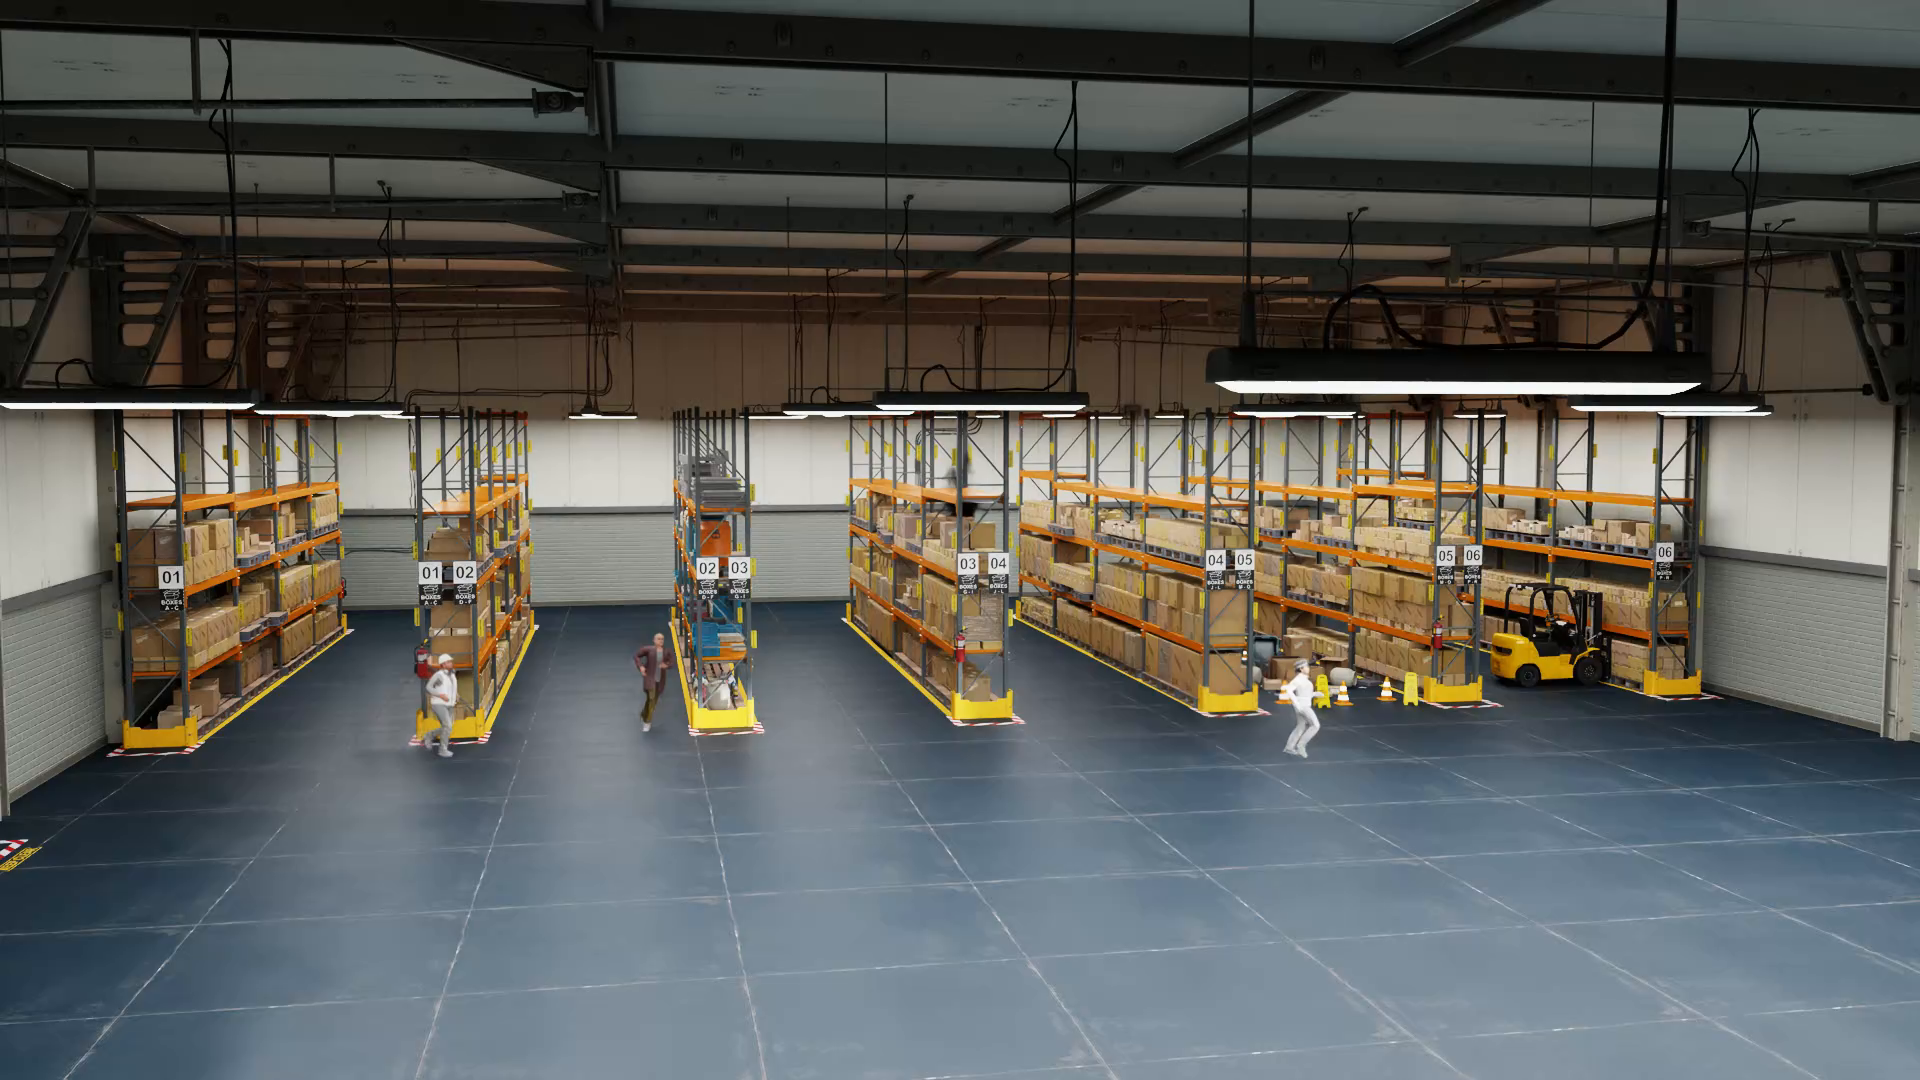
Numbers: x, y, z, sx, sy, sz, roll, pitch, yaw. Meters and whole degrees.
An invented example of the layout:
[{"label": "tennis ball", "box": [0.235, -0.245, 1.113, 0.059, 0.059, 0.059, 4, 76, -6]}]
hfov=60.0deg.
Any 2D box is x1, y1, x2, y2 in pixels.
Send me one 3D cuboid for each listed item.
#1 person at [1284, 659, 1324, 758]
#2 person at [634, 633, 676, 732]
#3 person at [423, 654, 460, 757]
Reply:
[{"label": "person", "box": [5.866, 2.862, 28.341, 0.666, 1.690, 0.582, 1, 4, 16]}, {"label": "person", "box": [-5.708, 2.651, 31.130, 0.709, 1.837, 0.756, -3, 5, -33]}, {"label": "person", "box": [-8.944, 2.833, 28.718, 0.682, 1.727, 0.697, 2, 4, 22]}]
